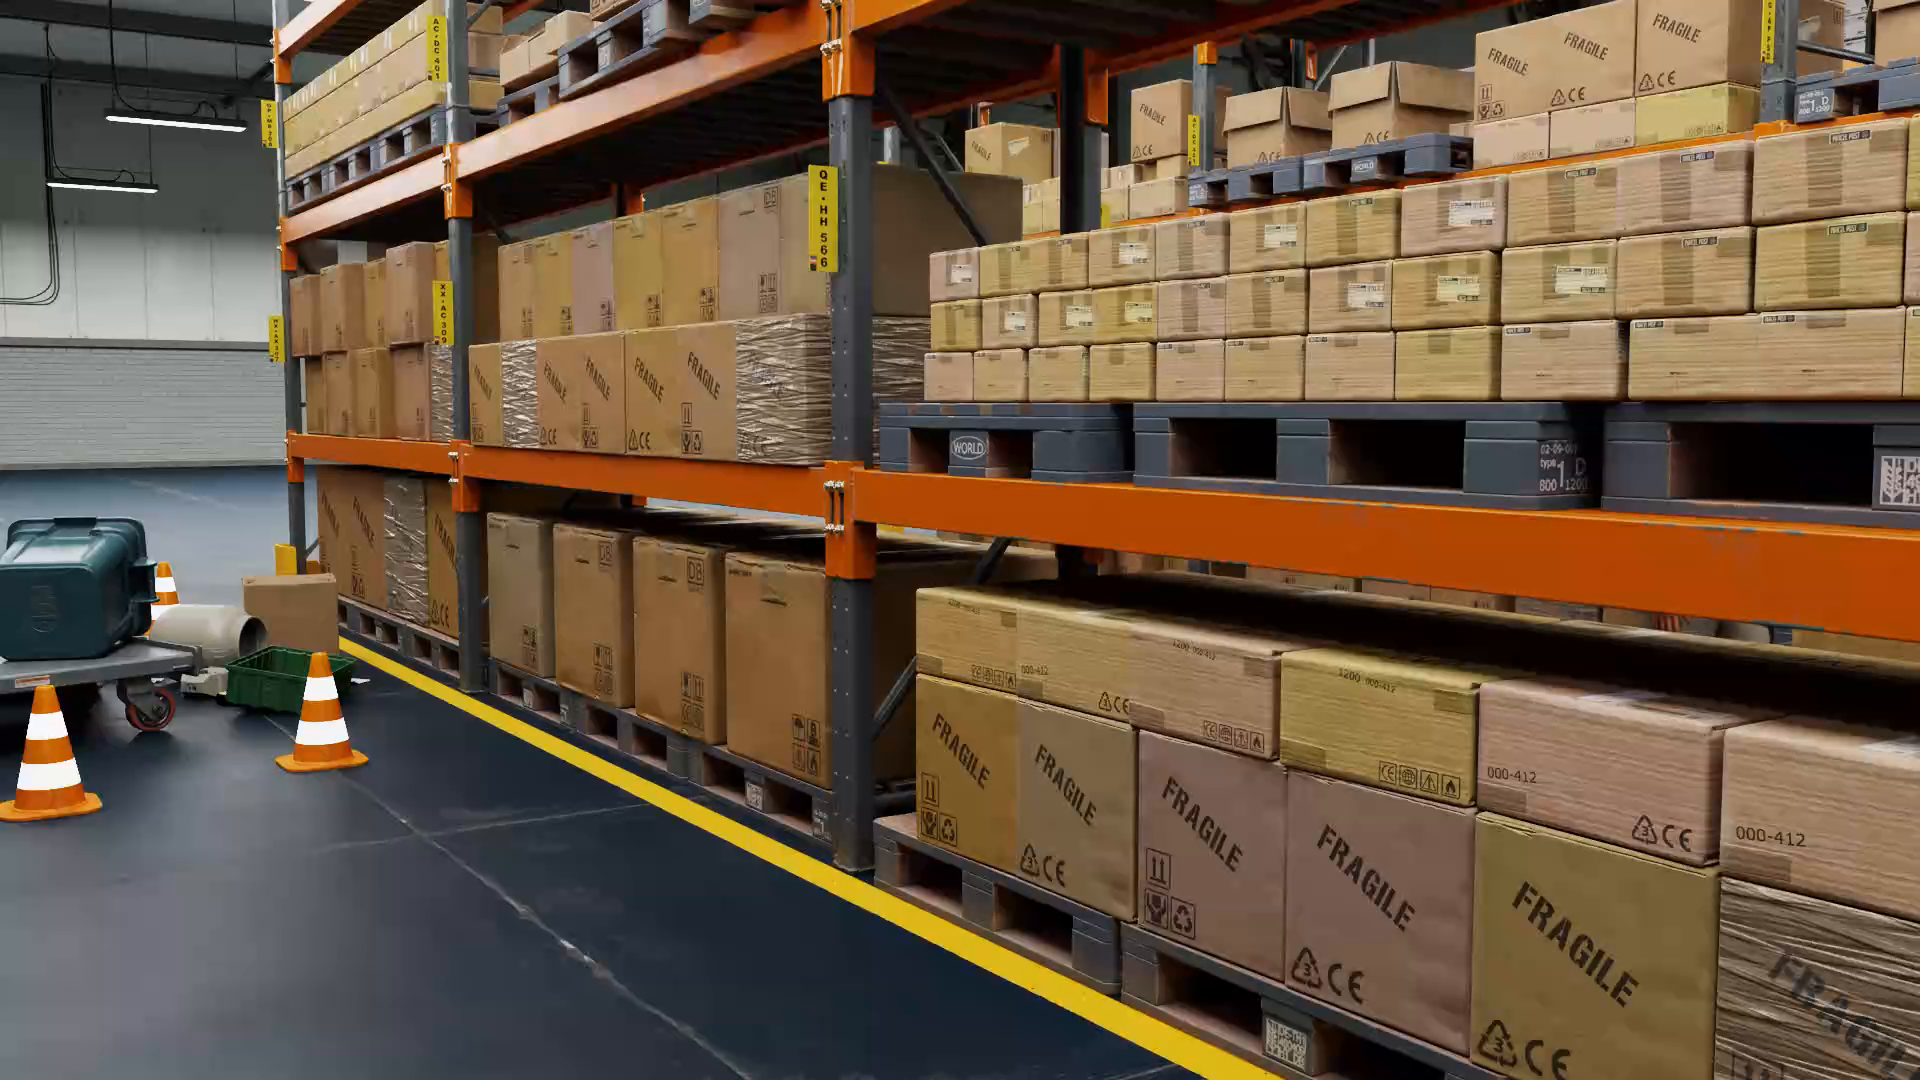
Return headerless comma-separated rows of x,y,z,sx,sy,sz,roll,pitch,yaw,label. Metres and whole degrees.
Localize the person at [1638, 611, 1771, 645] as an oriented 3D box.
2.486,0.169,5.700,0.524,1.693,0.815,-2,5,-27,person
